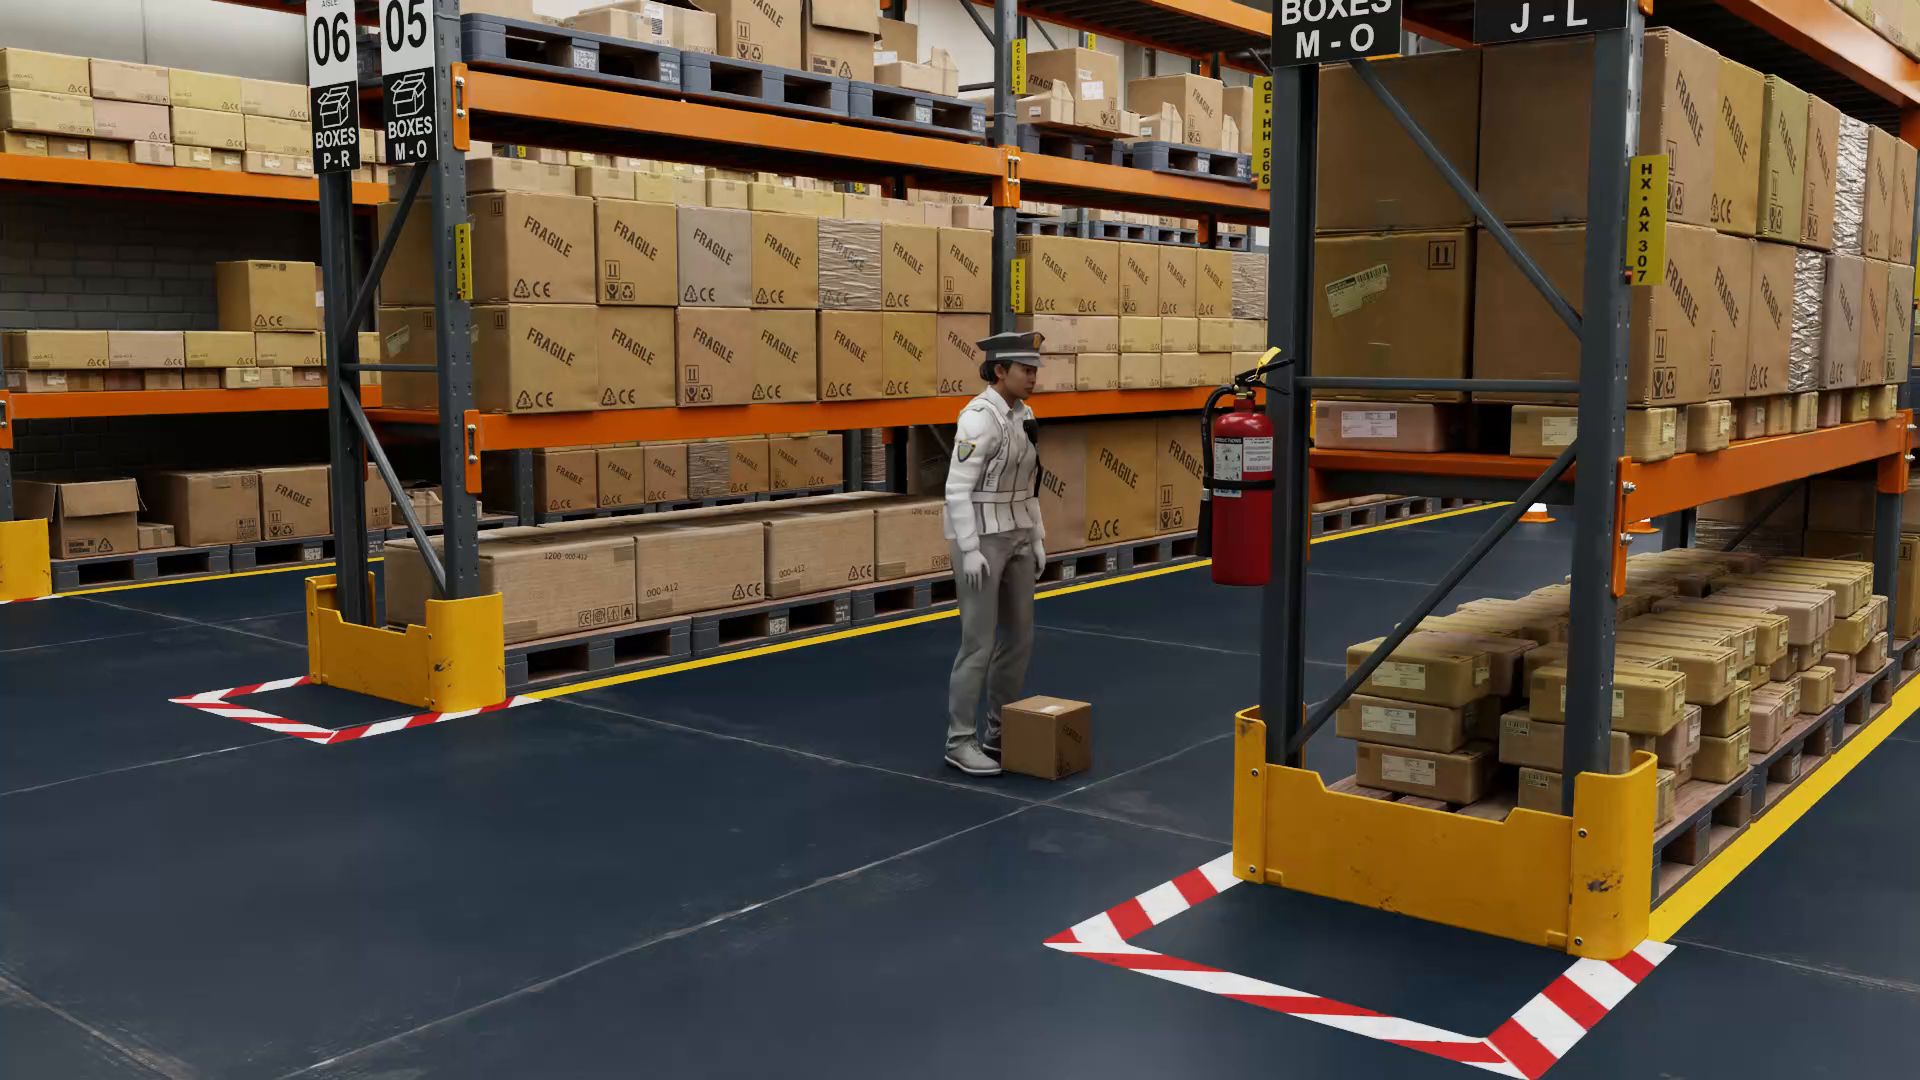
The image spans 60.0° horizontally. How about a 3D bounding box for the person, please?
[{"bbox_3d":[0.145,0.033,6.431,0.370,1.666,0.545,5,8,36],"label":"person"}]
